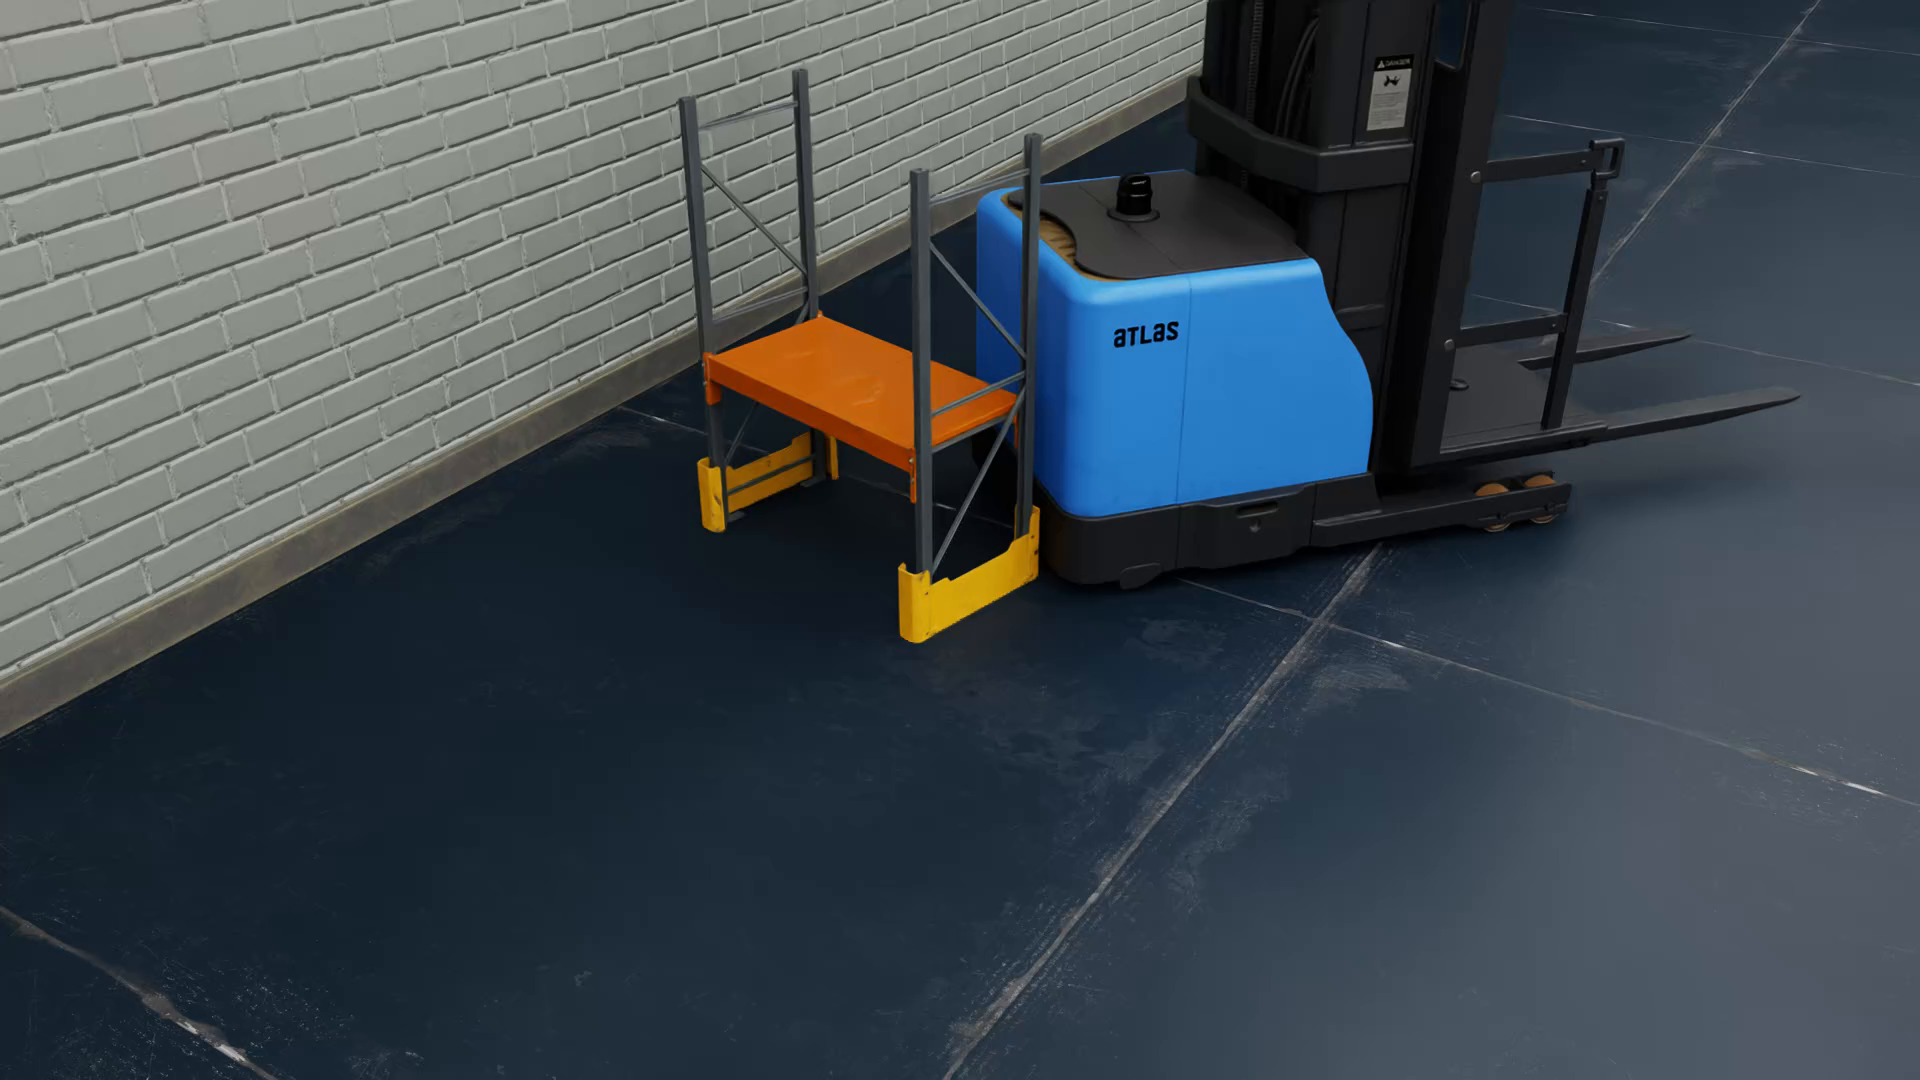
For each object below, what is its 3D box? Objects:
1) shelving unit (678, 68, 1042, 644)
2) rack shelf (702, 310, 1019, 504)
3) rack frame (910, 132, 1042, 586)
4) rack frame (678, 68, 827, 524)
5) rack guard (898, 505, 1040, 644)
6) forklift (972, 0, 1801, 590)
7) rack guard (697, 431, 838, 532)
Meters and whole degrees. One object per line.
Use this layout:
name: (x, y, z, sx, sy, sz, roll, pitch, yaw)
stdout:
shelving unit: (-0.320, -0.615, 5.315, 1.083, 1.500, 0.587, 26, 39, 37)
rack shelf: (-0.314, -0.456, 5.401, 1.000, 0.185, 0.538, 26, 39, 37)
rack frame: (0.050, -0.433, 5.003, 0.032, 1.500, 0.500, 26, 39, 37)
rack frame: (-0.678, -0.790, 5.617, 0.032, 1.500, 0.500, 26, 39, 37)
rack guard: (0.036, 0.100, 5.330, 0.087, 0.250, 0.587, 26, 39, 37)
forklift: (1.617, -1.536, 5.474, 3.031, 2.935, 1.130, -9, 32, -16)
rack guard: (-0.677, -0.250, 5.931, 0.087, 0.250, 0.587, 26, 39, 37)
